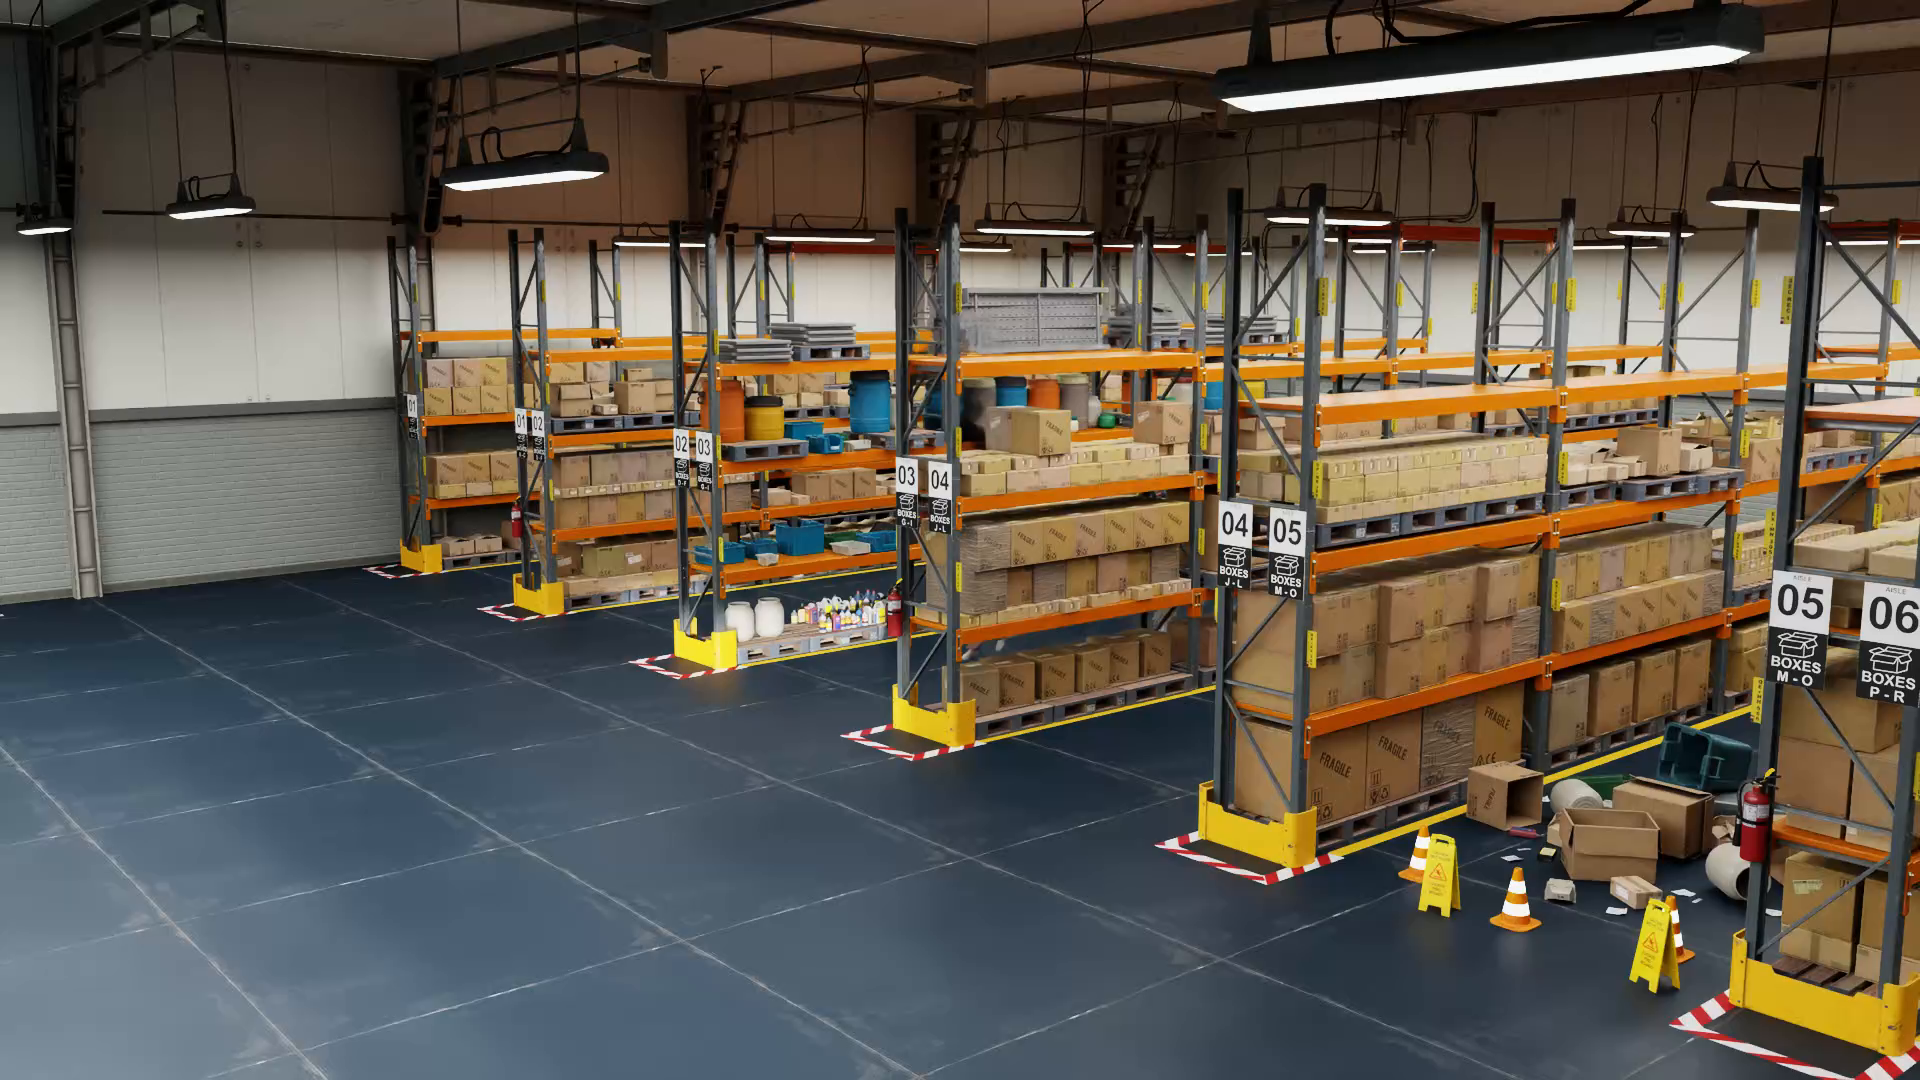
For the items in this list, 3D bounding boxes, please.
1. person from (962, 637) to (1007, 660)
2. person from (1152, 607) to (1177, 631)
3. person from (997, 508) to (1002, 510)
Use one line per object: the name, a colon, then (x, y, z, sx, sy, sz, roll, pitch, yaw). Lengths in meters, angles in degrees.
person: (0.352, 0.704, 21.887, 0.601, 1.671, 0.872, 8, 12, 41)
person: (2.864, 0.378, 23.695, 0.686, 1.869, 0.832, 8, 12, 41)
person: (0.412, -0.188, 29.637, 0.623, 1.666, 0.561, 7, 11, 38)
